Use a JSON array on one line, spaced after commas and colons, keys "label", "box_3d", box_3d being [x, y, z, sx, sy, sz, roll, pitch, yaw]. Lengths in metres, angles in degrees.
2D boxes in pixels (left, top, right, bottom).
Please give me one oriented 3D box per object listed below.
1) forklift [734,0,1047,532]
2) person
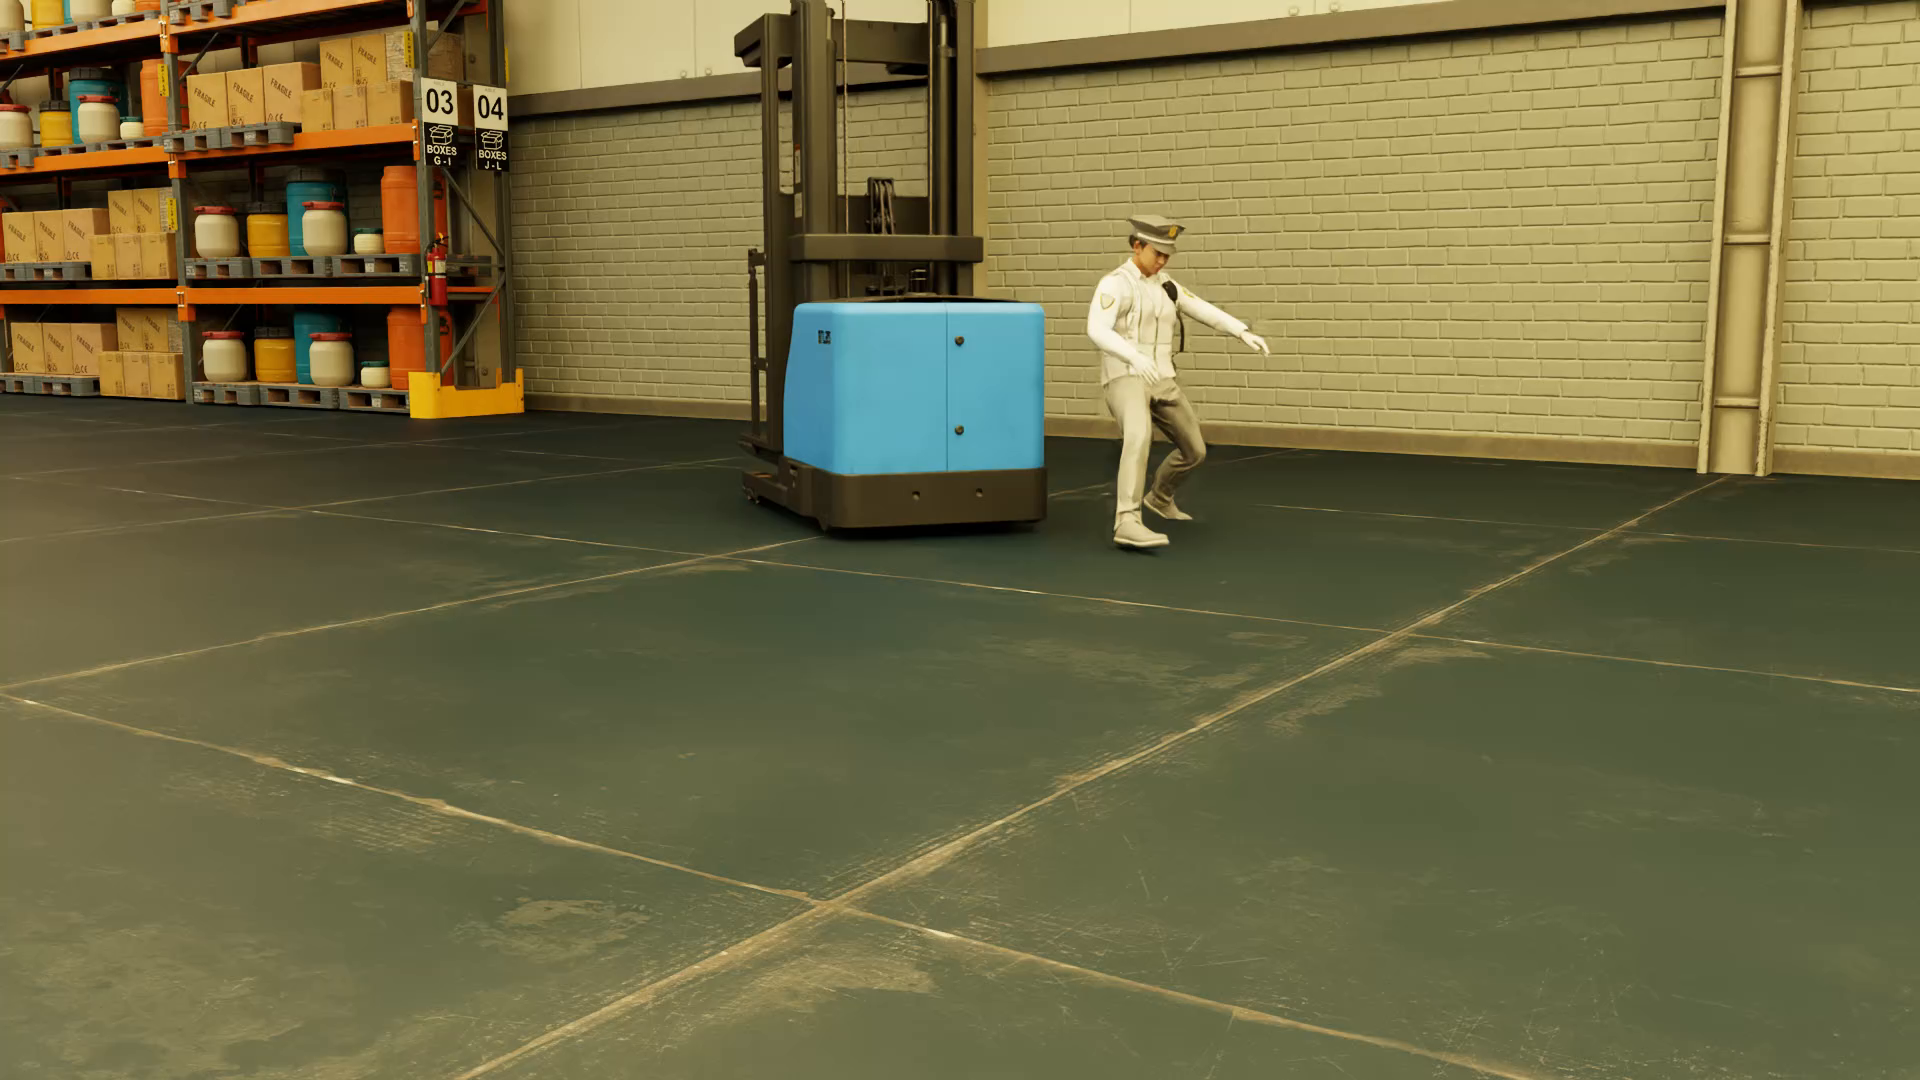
[{"label": "forklift", "box_3d": [-0.559, -1.655, 8.831, 1.130, 2.935, 3.031, -3, 9, -19]}, {"label": "person", "box_3d": [0.950, -0.740, 7.716, 1.056, 1.514, 0.966, -6, 10, -38]}]
